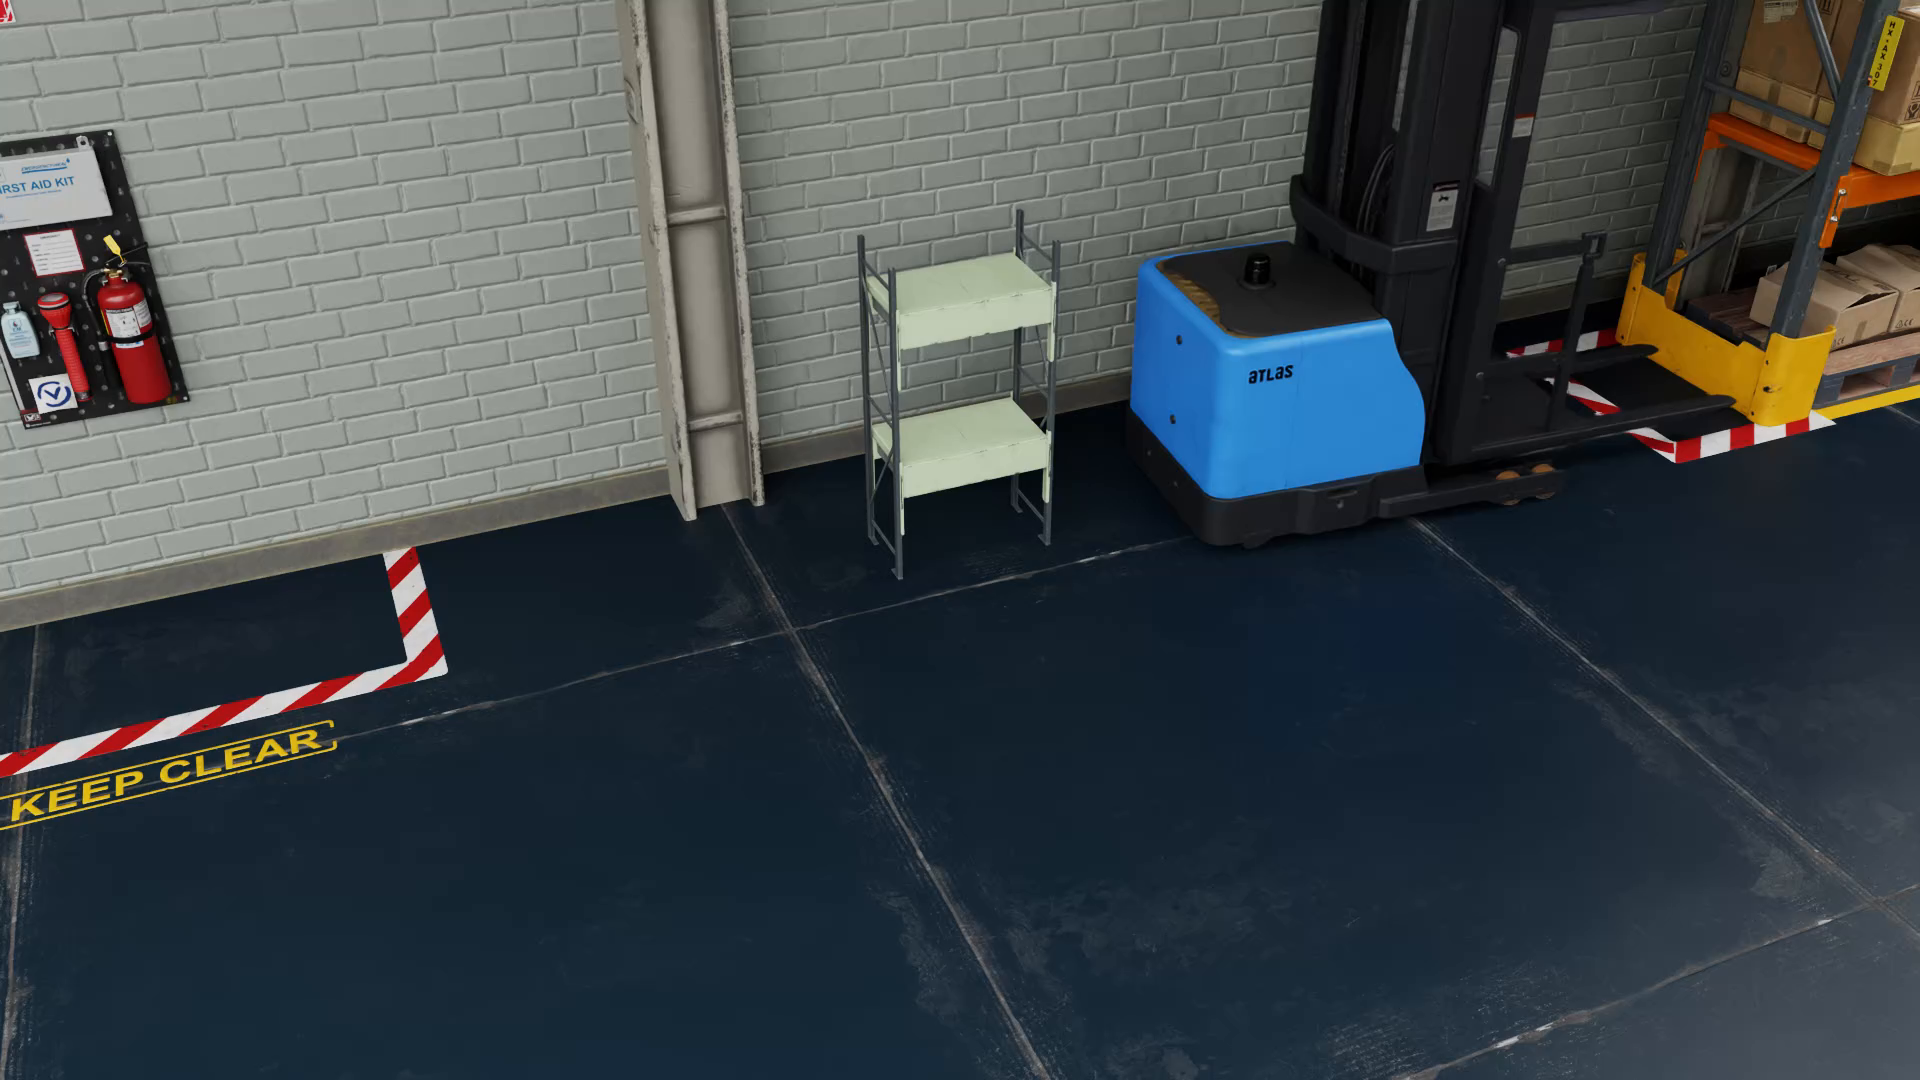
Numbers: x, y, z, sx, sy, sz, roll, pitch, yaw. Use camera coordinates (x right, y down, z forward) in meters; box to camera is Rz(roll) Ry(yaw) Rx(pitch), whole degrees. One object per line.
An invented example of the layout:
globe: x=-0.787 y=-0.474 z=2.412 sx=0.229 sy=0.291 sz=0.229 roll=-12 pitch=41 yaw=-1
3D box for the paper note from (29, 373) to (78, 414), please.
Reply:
paper note: x=-3.662 y=-0.591 z=6.716 sx=0.142 sy=0.148 sz=0.016 roll=-13 pitch=35 yaw=-19

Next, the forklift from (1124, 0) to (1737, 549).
forklift: x=2.397 y=-1.657 z=7.609 sx=3.031 sy=2.935 sz=1.130 roll=-10 pitch=34 yaw=-15

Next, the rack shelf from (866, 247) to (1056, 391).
rack shelf: x=-0.006 y=-0.954 z=7.126 sx=0.720 sy=0.370 sz=0.431 roll=-13 pitch=35 yaw=-19

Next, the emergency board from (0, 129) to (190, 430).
emergency board: x=-3.472 y=-0.963 z=6.480 sx=0.643 sy=1.169 sz=0.194 roll=-13 pitch=35 yaw=-19

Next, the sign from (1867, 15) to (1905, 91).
sign: x=4.253 y=-2.240 z=7.648 sx=0.005 sy=0.325 sz=0.100 roll=-13 pitch=35 yaw=-19

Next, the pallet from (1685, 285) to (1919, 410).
pallet: x=4.876 y=-1.151 z=9.325 sx=1.213 sy=0.211 sz=1.003 roll=-13 pitch=35 yaw=-19

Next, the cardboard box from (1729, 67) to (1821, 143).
cardboard box: x=4.399 y=-2.292 z=8.641 sx=0.500 sy=0.250 sz=0.500 roll=-12 pitch=35 yaw=-18

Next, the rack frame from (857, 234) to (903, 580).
rack frame: x=-0.344 y=-0.550 z=7.220 sx=0.023 sy=1.500 sz=0.400 roll=-13 pitch=35 yaw=-19

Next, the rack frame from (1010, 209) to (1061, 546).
rack frame: x=0.331 y=-0.704 z=7.458 sx=0.023 sy=1.500 sz=0.400 roll=-13 pitch=35 yaw=-19

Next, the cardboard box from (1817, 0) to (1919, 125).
cardboard box: x=4.600 y=-2.359 z=8.057 sx=0.500 sy=0.500 sz=0.500 roll=-13 pitch=35 yaw=-19

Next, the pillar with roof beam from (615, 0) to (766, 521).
pillar with roof beam: x=0.488 y=-1.816 z=2.289 sx=0.400 sy=9.000 sz=9.100 roll=-13 pitch=35 yaw=-19

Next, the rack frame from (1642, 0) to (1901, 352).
rack frame: x=4.043 y=-2.150 z=8.304 sx=0.127 sy=3.000 sz=1.000 roll=-13 pitch=35 yaw=-19

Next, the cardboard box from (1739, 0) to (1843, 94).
cardboard box: x=4.396 y=-2.616 z=8.452 sx=0.500 sy=0.500 sz=0.500 roll=-13 pitch=35 yaw=-19

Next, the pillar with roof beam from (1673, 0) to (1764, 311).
pillar with roof beam: x=6.020 y=-3.082 z=4.236 sx=0.400 sy=9.000 sz=9.100 roll=-13 pitch=35 yaw=-19

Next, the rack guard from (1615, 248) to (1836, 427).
rack guard: x=4.113 y=-1.118 z=9.010 sx=0.348 sy=0.500 sz=1.175 roll=-13 pitch=35 yaw=-19

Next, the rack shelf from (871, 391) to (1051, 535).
rack shelf: x=-0.006 y=-0.354 z=7.517 sx=0.720 sy=0.370 sz=0.431 roll=-13 pitch=35 yaw=-19

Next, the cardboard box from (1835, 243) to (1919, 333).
cardboard box: x=5.242 y=-1.429 z=9.257 sx=0.500 sy=0.311 sz=0.500 roll=-10 pitch=34 yaw=-15

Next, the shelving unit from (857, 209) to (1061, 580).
shelving unit: x=-0.006 y=-0.627 z=7.339 sx=0.755 sy=1.500 sz=0.431 roll=-13 pitch=35 yaw=-19

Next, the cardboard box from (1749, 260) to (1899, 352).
cardboard box: x=4.716 y=-1.308 z=9.072 sx=0.500 sy=0.311 sz=0.500 roll=-17 pitch=37 yaw=-24

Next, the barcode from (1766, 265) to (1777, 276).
barcode: x=4.578 y=-1.517 z=9.385 sx=0.075 sy=0.075 sz=0.001 roll=-13 pitch=35 yaw=-19

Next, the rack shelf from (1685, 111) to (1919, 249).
rack shelf: x=5.887 y=-2.271 z=9.149 sx=4.000 sy=0.370 sz=1.077 roll=-13 pitch=35 yaw=-19

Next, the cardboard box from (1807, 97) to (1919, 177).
cardboard box: x=4.616 y=-2.039 z=8.252 sx=0.500 sy=0.250 sz=0.500 roll=-14 pitch=36 yaw=-20

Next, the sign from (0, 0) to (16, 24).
sign: x=-3.518 y=-1.983 z=5.922 sx=0.199 sy=0.298 sz=0.001 roll=-13 pitch=35 yaw=-19
